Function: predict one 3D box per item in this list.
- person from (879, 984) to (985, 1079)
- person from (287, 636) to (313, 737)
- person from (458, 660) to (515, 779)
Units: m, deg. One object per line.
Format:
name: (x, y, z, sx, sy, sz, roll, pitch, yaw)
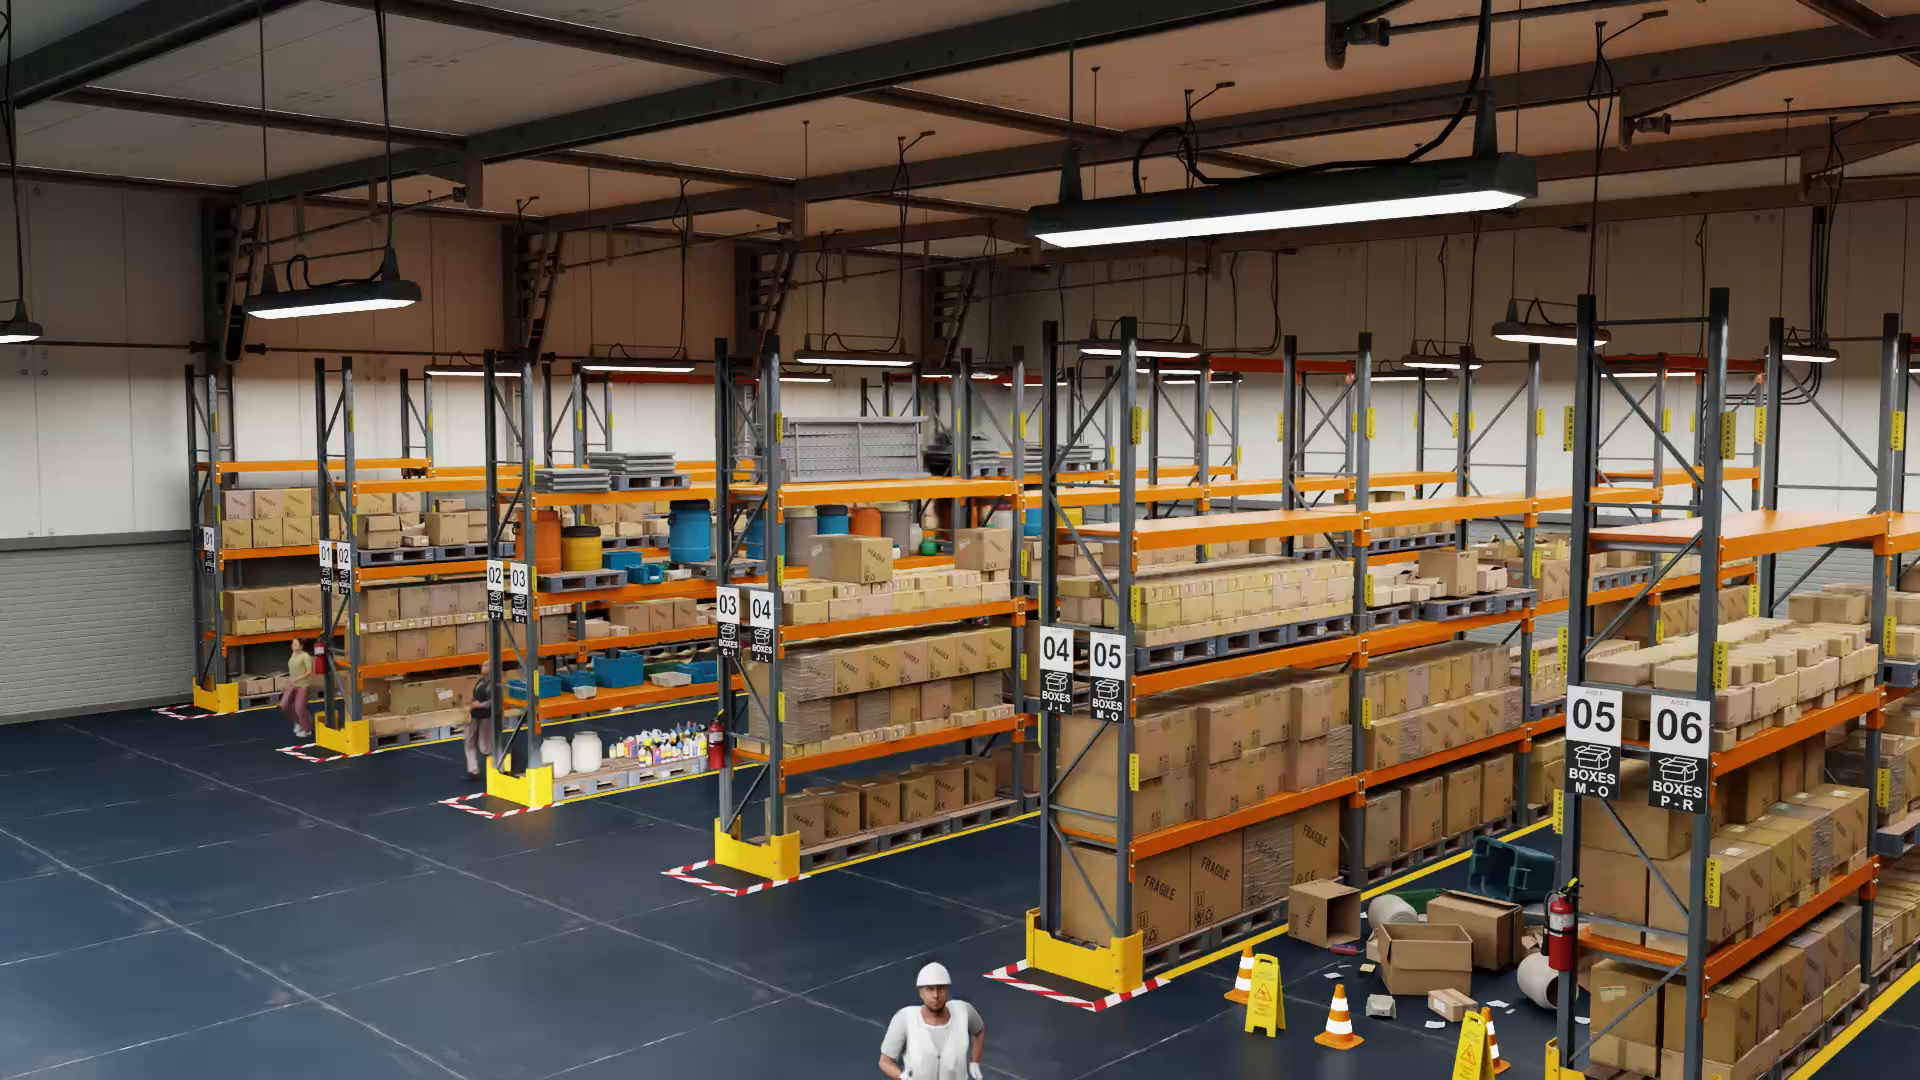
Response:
person: (-0.150, 3.049, 10.126, 0.684, 0.854, 0.632, 0, 4, -6)
person: (-10.534, 2.330, 26.455, 0.578, 1.637, 0.555, 3, 5, 30)
person: (-6.736, 2.536, 23.528, 0.797, 1.688, 0.686, -4, 6, -45)
